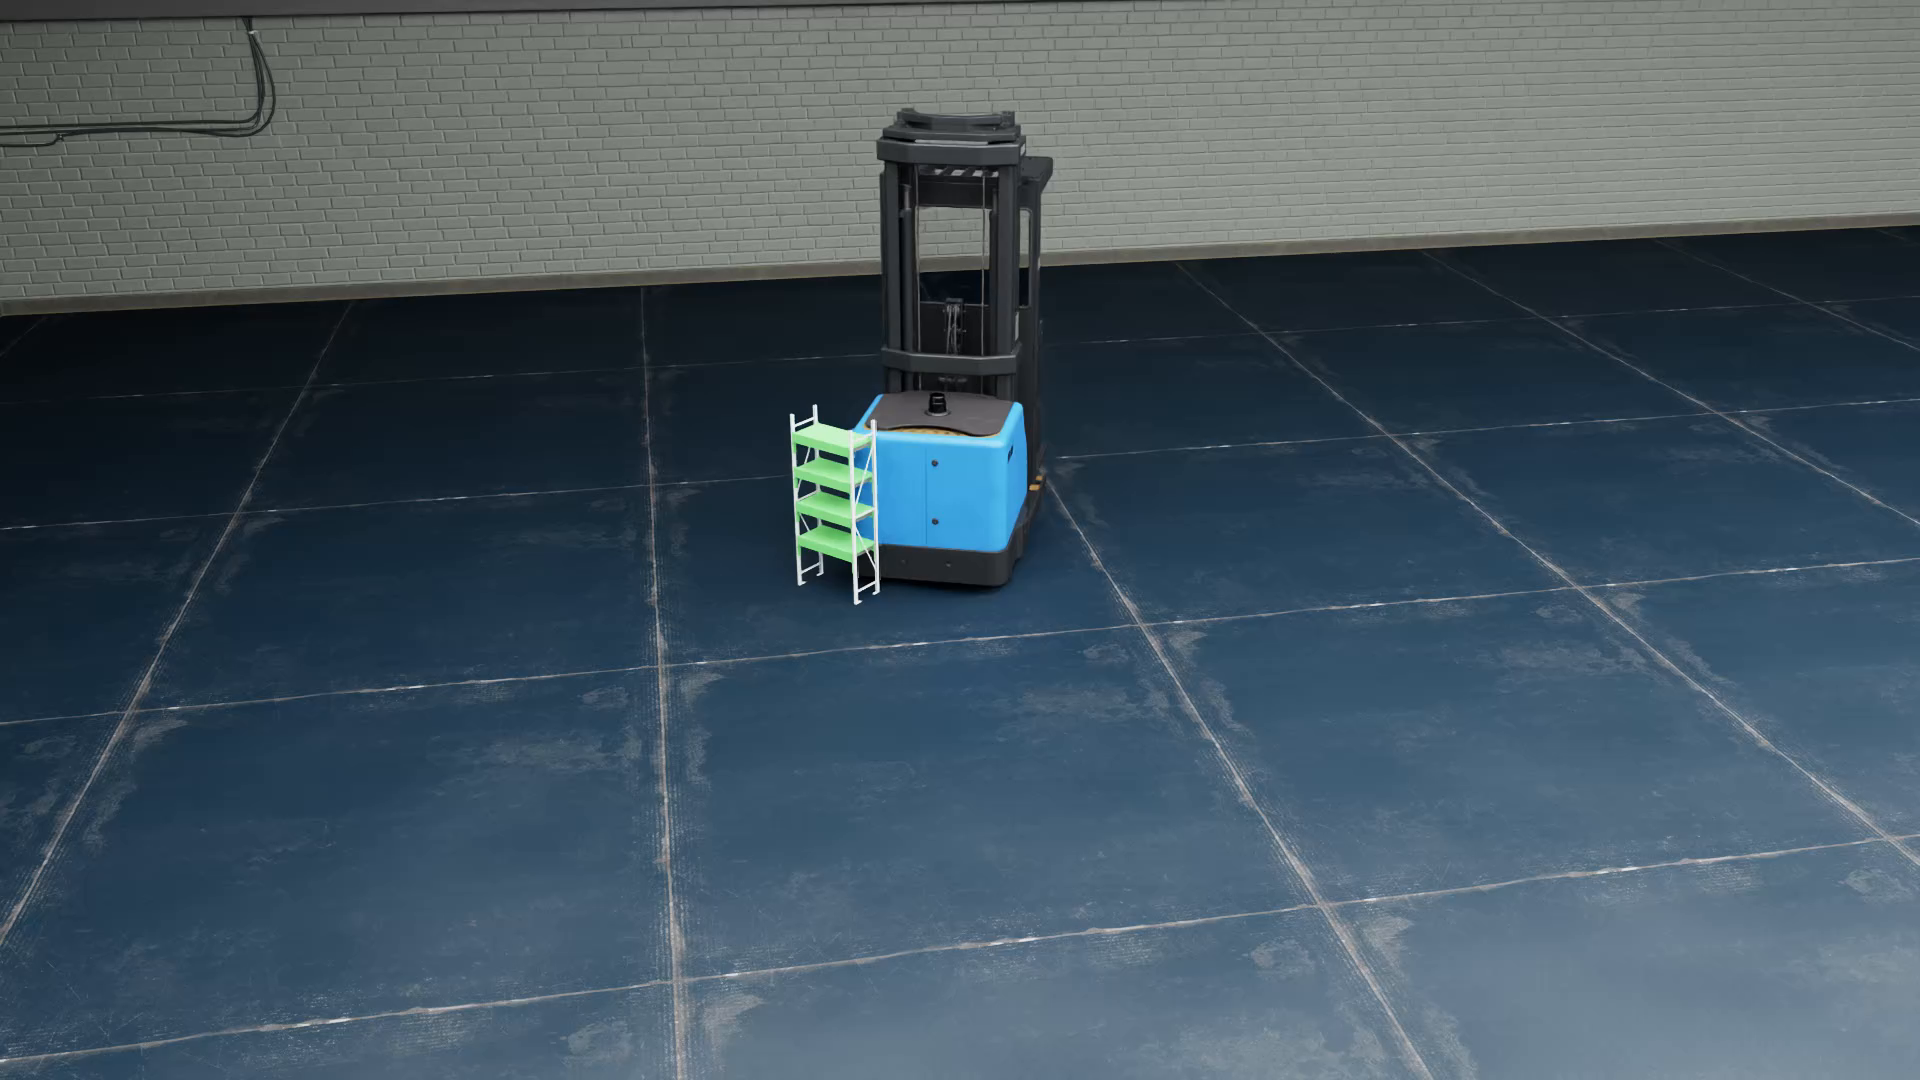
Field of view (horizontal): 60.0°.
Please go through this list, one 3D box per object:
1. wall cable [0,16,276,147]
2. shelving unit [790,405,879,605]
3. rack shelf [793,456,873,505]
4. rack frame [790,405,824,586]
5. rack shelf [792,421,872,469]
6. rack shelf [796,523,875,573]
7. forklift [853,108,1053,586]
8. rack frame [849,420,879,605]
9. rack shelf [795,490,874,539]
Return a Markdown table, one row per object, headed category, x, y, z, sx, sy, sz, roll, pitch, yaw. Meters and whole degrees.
| category | x | y | z | sx | sy | sz | roll | pitch | yaw |
| --- | --- | --- | --- | --- | --- | --- | --- | --- | --- |
| wall cable | -8.369 | -5.090 | 16.040 | 3.097 | 2.526 | 0.112 | -4 | 24 | -10 |
| shelving unit | -0.806 | -0.227 | 10.768 | 0.503 | 1.200 | 0.258 | 17 | 29 | 33 |
| rack shelf | -0.807 | -0.388 | 10.697 | 0.480 | 0.148 | 0.258 | 17 | 29 | 33 |
| rack frame | -1.002 | -0.285 | 10.902 | 0.015 | 1.200 | 0.240 | 17 | 29 | 33 |
| rack shelf | -0.808 | -0.607 | 10.600 | 0.480 | 0.148 | 0.258 | 17 | 29 | 33 |
| rack shelf | -0.805 | 0.051 | 10.891 | 0.480 | 0.148 | 0.258 | 17 | 29 | 33 |
| forklift | 0.045 | -1.604 | 11.760 | 1.130 | 2.935 | 3.031 | 4 | 24 | 9 |
| rack frame | -0.611 | -0.168 | 10.634 | 0.015 | 1.200 | 0.240 | 17 | 29 | 33 |
| rack shelf | -0.806 | -0.168 | 10.794 | 0.480 | 0.148 | 0.258 | 17 | 29 | 33 |
